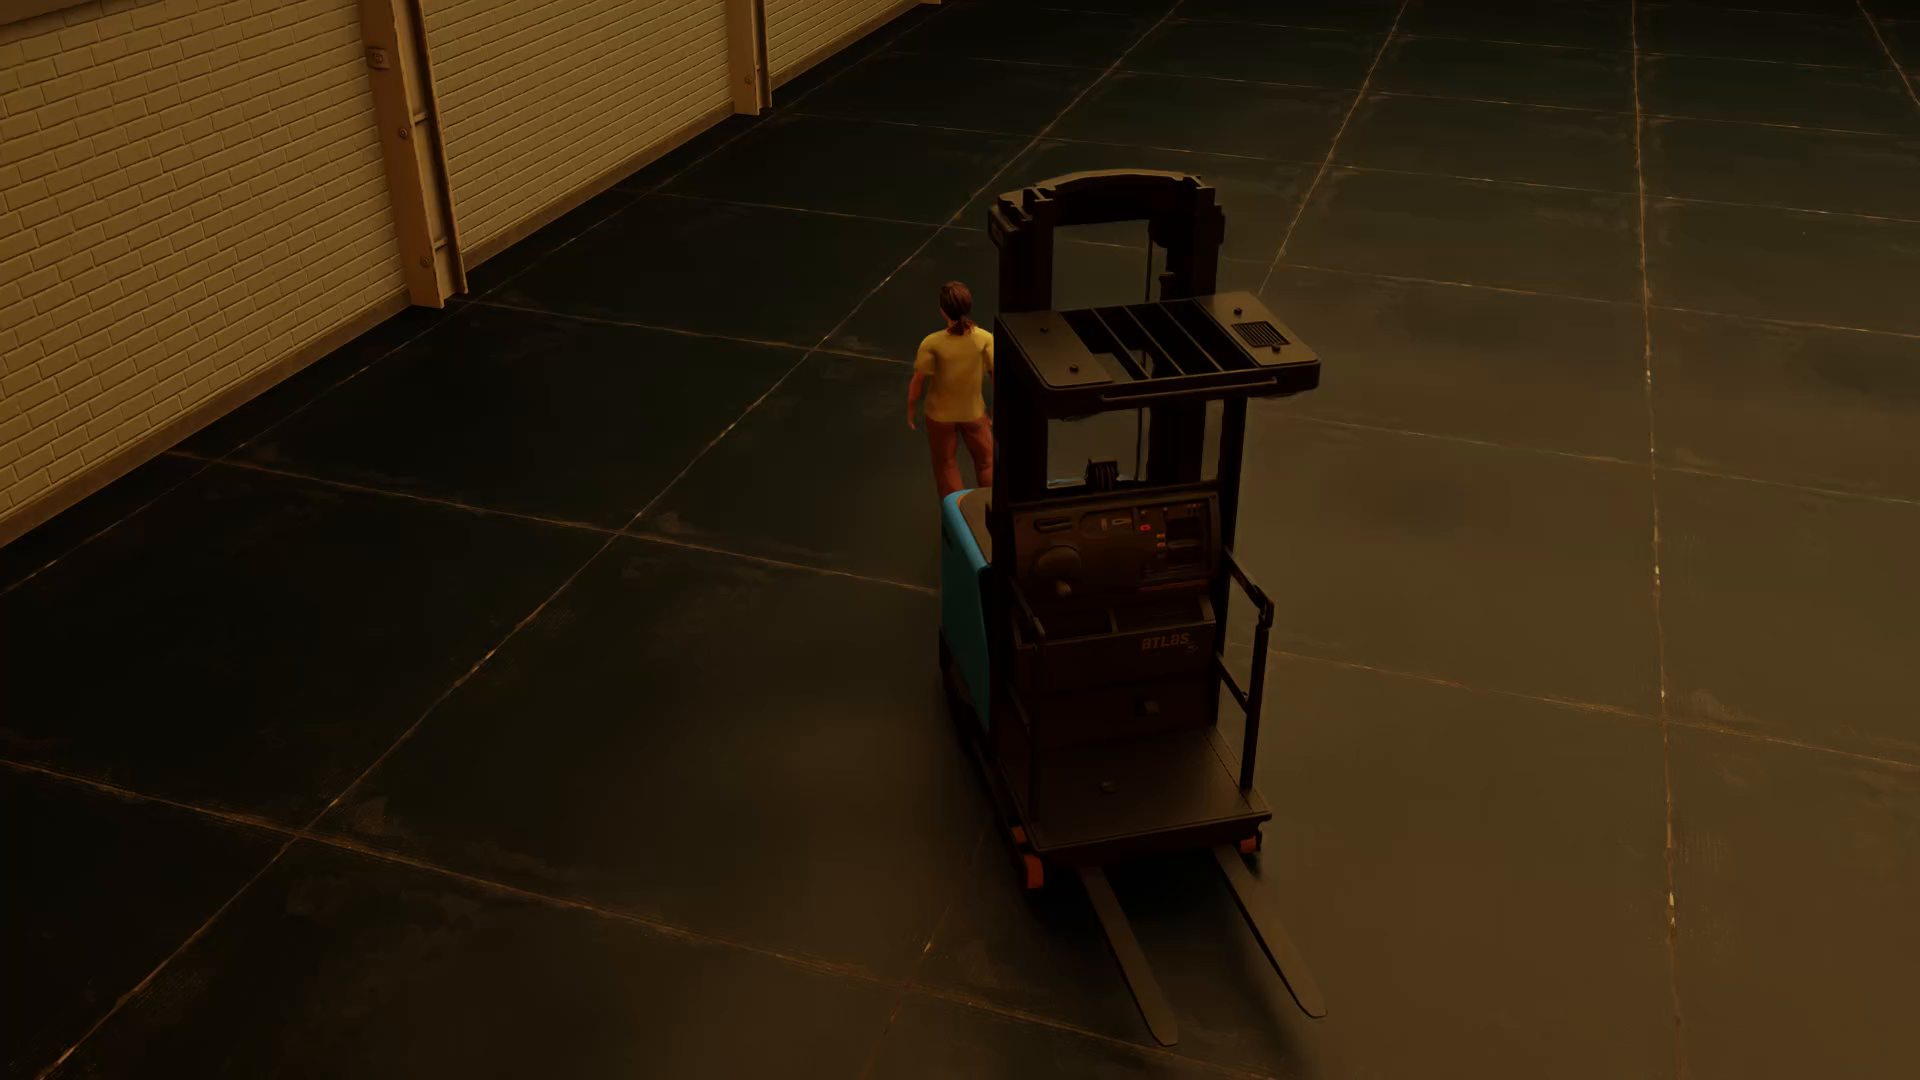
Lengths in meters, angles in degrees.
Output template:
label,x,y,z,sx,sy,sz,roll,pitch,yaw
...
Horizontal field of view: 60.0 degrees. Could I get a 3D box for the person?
label,x,y,z,sx,sy,sz,roll,pitch,yaw
person,0.003,-0.753,9.772,0.652,1.651,0.477,-5,30,-8

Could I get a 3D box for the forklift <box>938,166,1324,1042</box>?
label,x,y,z,sx,sy,sz,roll,pitch,yaw
forklift,0.730,0.056,7.039,1.130,2.935,3.031,-7,30,-12
